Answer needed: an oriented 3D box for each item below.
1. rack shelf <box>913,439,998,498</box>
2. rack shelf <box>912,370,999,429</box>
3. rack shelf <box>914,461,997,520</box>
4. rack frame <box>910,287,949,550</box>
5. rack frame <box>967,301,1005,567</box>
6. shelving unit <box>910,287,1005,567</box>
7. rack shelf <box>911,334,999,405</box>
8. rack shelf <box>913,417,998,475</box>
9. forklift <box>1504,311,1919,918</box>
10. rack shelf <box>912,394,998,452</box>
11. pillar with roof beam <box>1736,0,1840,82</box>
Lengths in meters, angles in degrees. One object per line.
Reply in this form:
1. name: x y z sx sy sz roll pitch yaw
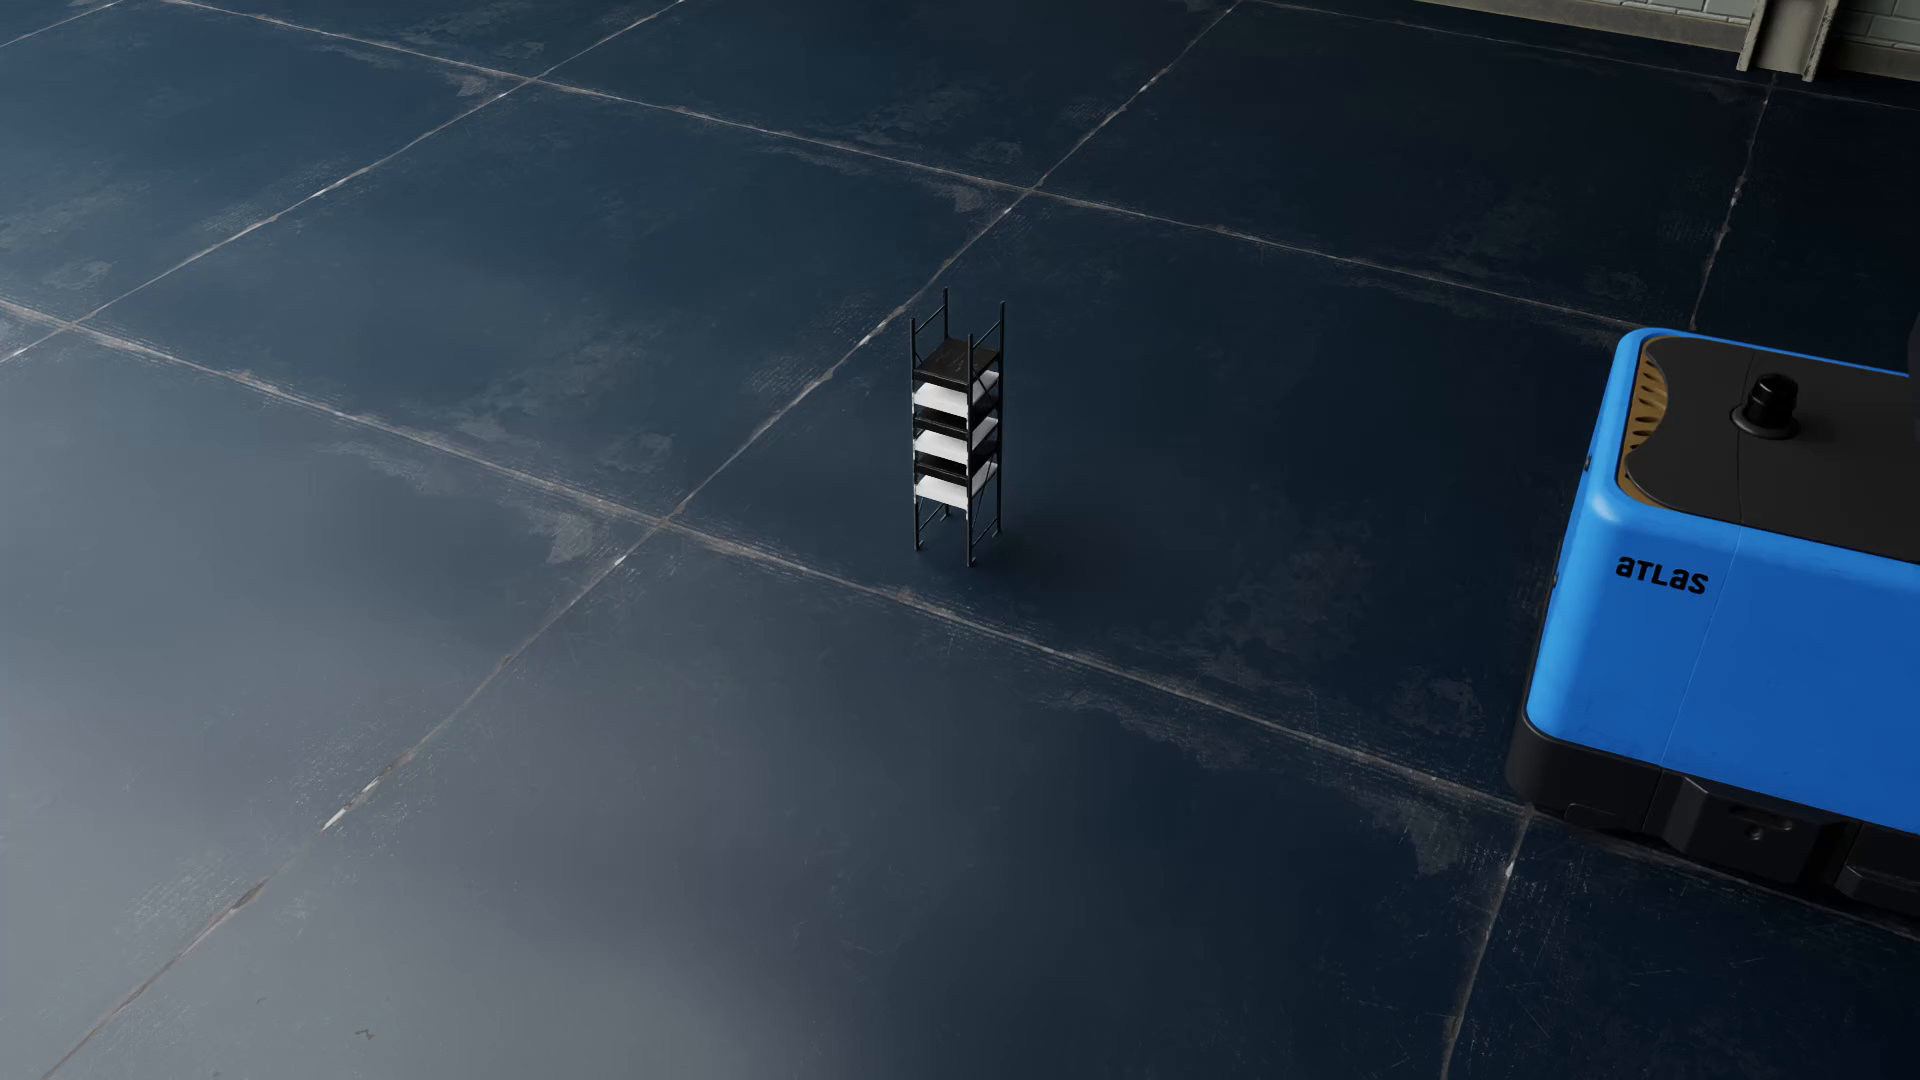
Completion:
1. rack shelf: -0.007 -0.262 5.555 0.200 0.077 0.258 17 41 21
2. rack shelf: -0.007 -0.478 5.392 0.200 0.077 0.258 17 41 21
3. rack shelf: -0.007 -0.191 5.610 0.200 0.077 0.258 17 41 21
4. rack frame: -0.097 -0.389 5.518 0.006 0.900 0.240 17 41 21
5. rack frame: 0.083 -0.332 5.444 0.006 0.900 0.240 17 41 21
6. shelving unit: -0.007 -0.361 5.481 0.210 0.900 0.258 17 41 21
7. rack shelf: -0.007 -0.549 5.338 0.200 0.077 0.258 17 41 21
8. rack shelf: -0.007 -0.334 5.501 0.200 0.077 0.258 17 41 21
9. forklift: 3.119 -0.329 3.759 3.031 2.935 1.130 14 40 18
10. rack shelf: -0.007 -0.406 5.447 0.200 0.077 0.258 17 41 21
11. pillar with roof beam: 2.545 -3.894 3.437 0.400 9.000 9.100 17 41 21
